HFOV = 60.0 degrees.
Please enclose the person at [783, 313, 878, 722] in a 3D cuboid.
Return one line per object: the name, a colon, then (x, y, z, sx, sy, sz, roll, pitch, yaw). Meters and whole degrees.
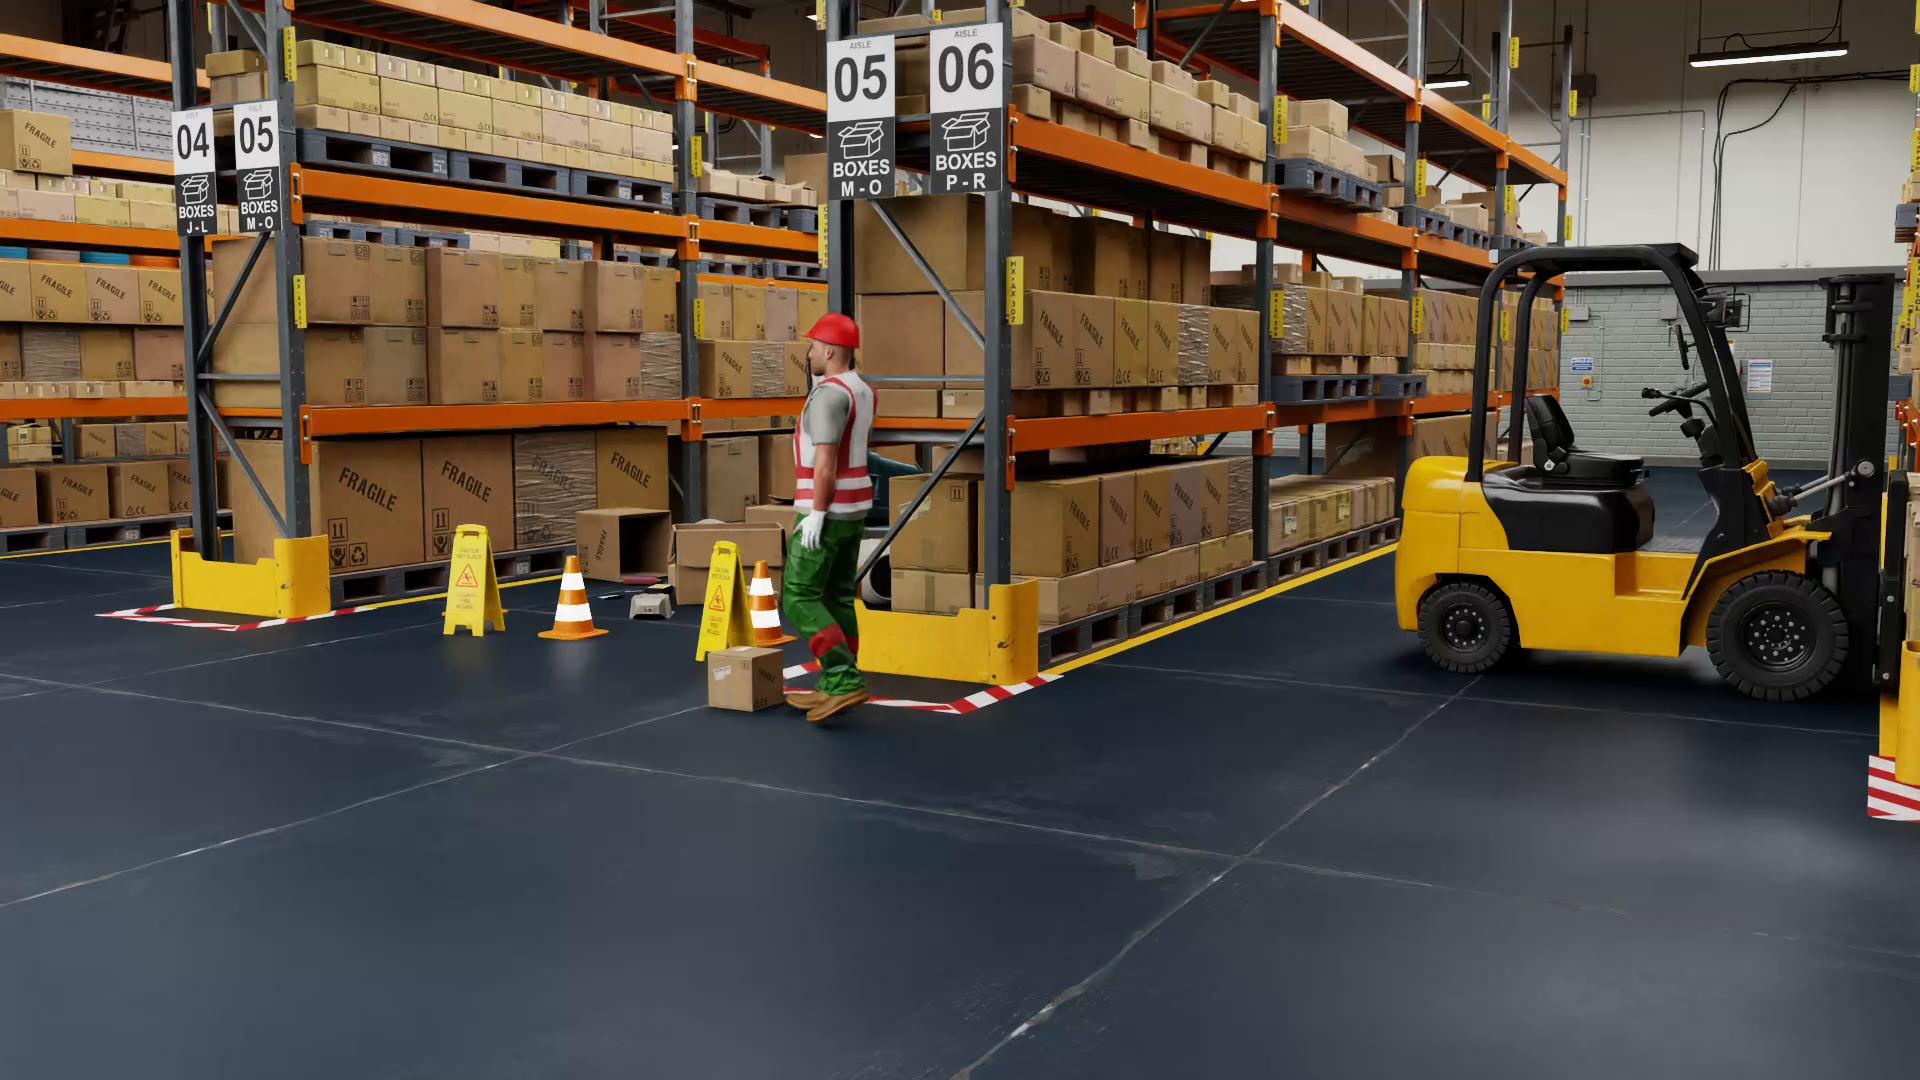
person: (-0.571, -0.105, 7.402, 0.499, 1.796, 0.544, 2, 6, 18)
